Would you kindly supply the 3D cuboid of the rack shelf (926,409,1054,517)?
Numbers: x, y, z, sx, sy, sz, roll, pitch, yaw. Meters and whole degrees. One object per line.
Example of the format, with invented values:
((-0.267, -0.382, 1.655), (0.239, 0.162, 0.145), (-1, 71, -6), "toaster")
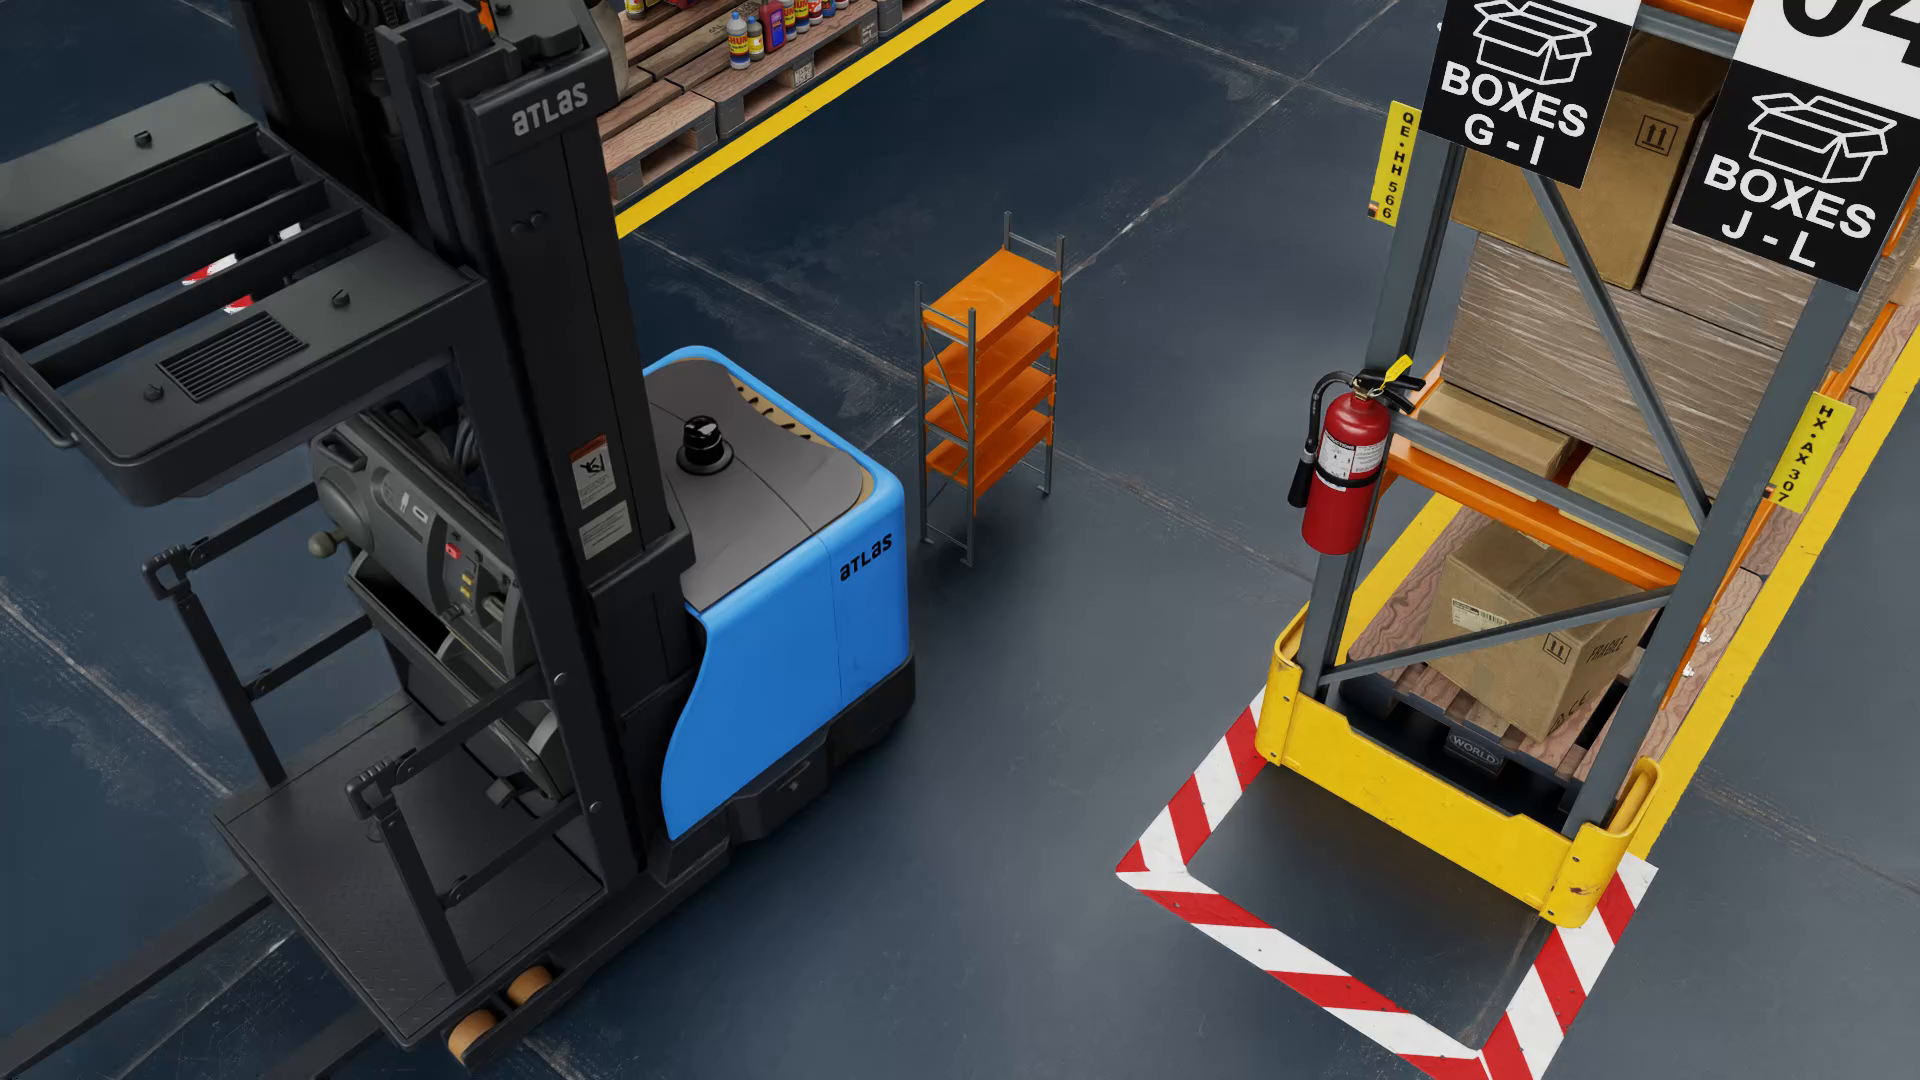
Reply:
((0.101, -0.326, 6.099), (0.258, 0.148, 0.480), (29, 53, 25), "rack shelf")

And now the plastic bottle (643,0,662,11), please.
((-1.601, -2.859, 8.481), (0.061, 0.283, 0.133), (30, 53, 26), "plastic bottle")

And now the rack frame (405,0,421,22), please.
((-2.434, -2.326, 6.397), (1.000, 3.000, 0.127), (29, 53, 25), "rack frame")

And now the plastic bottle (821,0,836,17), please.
((-0.685, -2.804, 8.437), (0.097, 0.271, 0.097), (0, 46, 0), "plastic bottle")

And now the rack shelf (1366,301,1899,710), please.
((2.708, -1.032, 5.659), (1.077, 0.370, 4.000), (29, 53, 25), "rack shelf")

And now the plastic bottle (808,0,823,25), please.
((-0.748, -2.721, 8.406), (0.097, 0.201, 0.097), (0, 46, 0), "plastic bottle")

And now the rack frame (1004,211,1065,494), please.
((0.250, -0.649, 6.040), (0.240, 1.200, 0.015), (29, 53, 25), "rack frame")

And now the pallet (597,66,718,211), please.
((-1.924, -1.889, 7.909), (1.003, 0.211, 1.213), (29, 53, 25), "pallet")

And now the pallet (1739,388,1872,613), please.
((2.803, -0.360, 6.448), (1.003, 0.211, 1.213), (29, 53, 25), "pallet")

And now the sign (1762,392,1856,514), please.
((1.915, -0.195, 3.763), (0.100, 0.325, 0.005), (29, 53, 25), "sign")

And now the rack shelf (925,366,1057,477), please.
((0.101, -0.463, 5.955), (0.258, 0.148, 0.480), (29, 53, 25), "rack shelf")

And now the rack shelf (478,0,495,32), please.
((-1.211, -3.222, 7.750), (1.077, 0.370, 4.000), (29, 53, 25), "rack shelf")

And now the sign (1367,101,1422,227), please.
((1.058, -0.902, 4.018), (0.100, 0.325, 0.005), (29, 53, 25), "sign")

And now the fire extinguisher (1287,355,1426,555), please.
((1.050, -0.247, 4.465), (0.296, 0.674, 0.183), (29, 53, 25), "fire extinguisher")

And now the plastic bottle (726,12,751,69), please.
((-1.079, -2.435, 8.084), (0.097, 0.271, 0.097), (0, 46, 0), "plastic bottle")

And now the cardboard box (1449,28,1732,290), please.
((1.626, -1.043, 4.205), (0.500, 0.500, 0.500), (29, 53, 25), "cardboard box")

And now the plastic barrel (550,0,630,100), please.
((-1.786, -2.308, 7.811), (0.421, 0.512, 0.421), (0, 46, 0), "plastic barrel")

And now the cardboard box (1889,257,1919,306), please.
((2.842, -0.922, 5.230), (0.380, 0.149, 0.250), (29, 53, 25), "cardboard box")

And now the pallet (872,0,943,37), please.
((-0.432, -3.285, 9.242), (1.003, 0.211, 1.213), (29, 53, 25), "pallet")

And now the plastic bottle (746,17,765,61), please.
((-1.016, -2.470, 8.166), (0.097, 0.201, 0.097), (0, 46, 0), "plastic bottle")

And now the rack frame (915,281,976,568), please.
((-0.048, -0.370, 5.773), (0.240, 1.200, 0.015), (29, 53, 25), "rack frame")

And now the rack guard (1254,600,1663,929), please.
((1.532, 0.684, 5.251), (1.175, 0.500, 0.348), (29, 53, 25), "rack guard")

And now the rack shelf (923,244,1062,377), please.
((0.101, -0.781, 5.622), (0.258, 0.148, 0.480), (29, 53, 25), "rack shelf")

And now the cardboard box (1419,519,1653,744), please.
((1.880, 0.233, 5.392), (0.500, 0.500, 0.500), (-33, 54, -27), "cardboard box")

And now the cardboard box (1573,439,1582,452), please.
((1.649, -0.446, 4.776), (0.380, 0.149, 0.250), (29, 53, 25), "cardboard box")

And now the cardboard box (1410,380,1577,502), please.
((1.496, -0.303, 4.639), (0.380, 0.149, 0.250), (29, 53, 25), "cardboard box")

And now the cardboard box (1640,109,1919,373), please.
((2.037, -0.813, 3.986), (0.500, 0.500, 0.500), (29, 53, 25), "cardboard box")

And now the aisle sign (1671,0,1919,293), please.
((1.685, -0.866, 3.205), (0.394, 0.787, 0.004), (29, 53, 25), "aisle sign")

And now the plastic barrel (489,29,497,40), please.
((-2.092, -2.022, 7.537), (0.421, 0.512, 0.421), (0, 46, 0), "plastic barrel")

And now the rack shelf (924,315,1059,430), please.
((0.101, -0.617, 5.794), (0.258, 0.148, 0.480), (29, 53, 25), "rack shelf")

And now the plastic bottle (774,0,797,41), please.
((-0.870, -2.631, 8.271), (0.097, 0.271, 0.097), (0, 46, 0), "plastic bottle")

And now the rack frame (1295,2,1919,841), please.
((1.485, -0.136, 4.305), (1.000, 3.000, 0.127), (29, 53, 25), "rack frame")

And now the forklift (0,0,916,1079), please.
((-1.540, 0.078, 4.148), (1.130, 2.935, 3.031), (35, 56, 29), "forklift")

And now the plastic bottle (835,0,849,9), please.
((-0.622, -2.838, 8.518), (0.097, 0.201, 0.097), (0, 46, 0), "plastic bottle")

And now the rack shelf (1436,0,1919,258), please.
((2.708, -2.068, 4.574), (1.077, 0.370, 4.000), (29, 53, 25), "rack shelf")

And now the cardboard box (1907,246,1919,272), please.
((2.348, -1.096, 4.256), (0.500, 0.500, 0.500), (29, 53, 25), "cardboard box")

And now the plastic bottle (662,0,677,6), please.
((-1.483, -2.914, 8.538), (0.152, 0.276, 0.135), (30, 53, 25), "plastic bottle")

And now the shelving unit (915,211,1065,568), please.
((0.101, -0.509, 5.907), (0.258, 1.200, 0.503), (29, 53, 25), "shelving unit")

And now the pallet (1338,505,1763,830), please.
((2.056, 0.335, 5.784), (1.003, 0.211, 1.213), (29, 53, 25), "pallet")

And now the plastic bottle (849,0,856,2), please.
((-0.572, -2.944, 8.567), (0.152, 0.276, 0.135), (30, 53, 26), "plastic bottle")

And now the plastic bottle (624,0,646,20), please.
((-1.658, -2.756, 8.439), (0.097, 0.201, 0.097), (0, 46, 0), "plastic bottle")

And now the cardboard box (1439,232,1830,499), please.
((1.843, -0.576, 4.451), (0.875, 0.500, 0.500), (29, 53, 25), "cardboard box")

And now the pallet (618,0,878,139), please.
((-1.178, -2.584, 8.573), (1.003, 0.211, 1.213), (29, 53, 25), "pallet")

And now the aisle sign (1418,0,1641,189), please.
((1.210, -1.131, 3.458), (0.394, 0.787, 0.004), (29, 53, 25), "aisle sign")

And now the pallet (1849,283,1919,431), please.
((3.548, -1.062, 7.118), (1.003, 0.211, 1.213), (29, 53, 25), "pallet")

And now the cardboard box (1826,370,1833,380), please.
((2.476, -0.670, 4.989), (0.380, 0.149, 0.250), (29, 53, 25), "cardboard box")

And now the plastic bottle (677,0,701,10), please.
((-1.398, -2.869, 8.491), (0.061, 0.283, 0.133), (29, 53, 25), "plastic bottle")

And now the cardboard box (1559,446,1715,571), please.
((1.848, -0.107, 4.451), (0.380, 0.149, 0.250), (29, 53, 25), "cardboard box")

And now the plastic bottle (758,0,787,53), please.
((-0.926, -2.560, 8.196), (0.061, 0.283, 0.133), (30, 53, 26), "plastic bottle")

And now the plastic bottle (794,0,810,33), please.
((-0.808, -2.688, 8.326), (0.097, 0.271, 0.097), (0, 46, 0), "plastic bottle")
